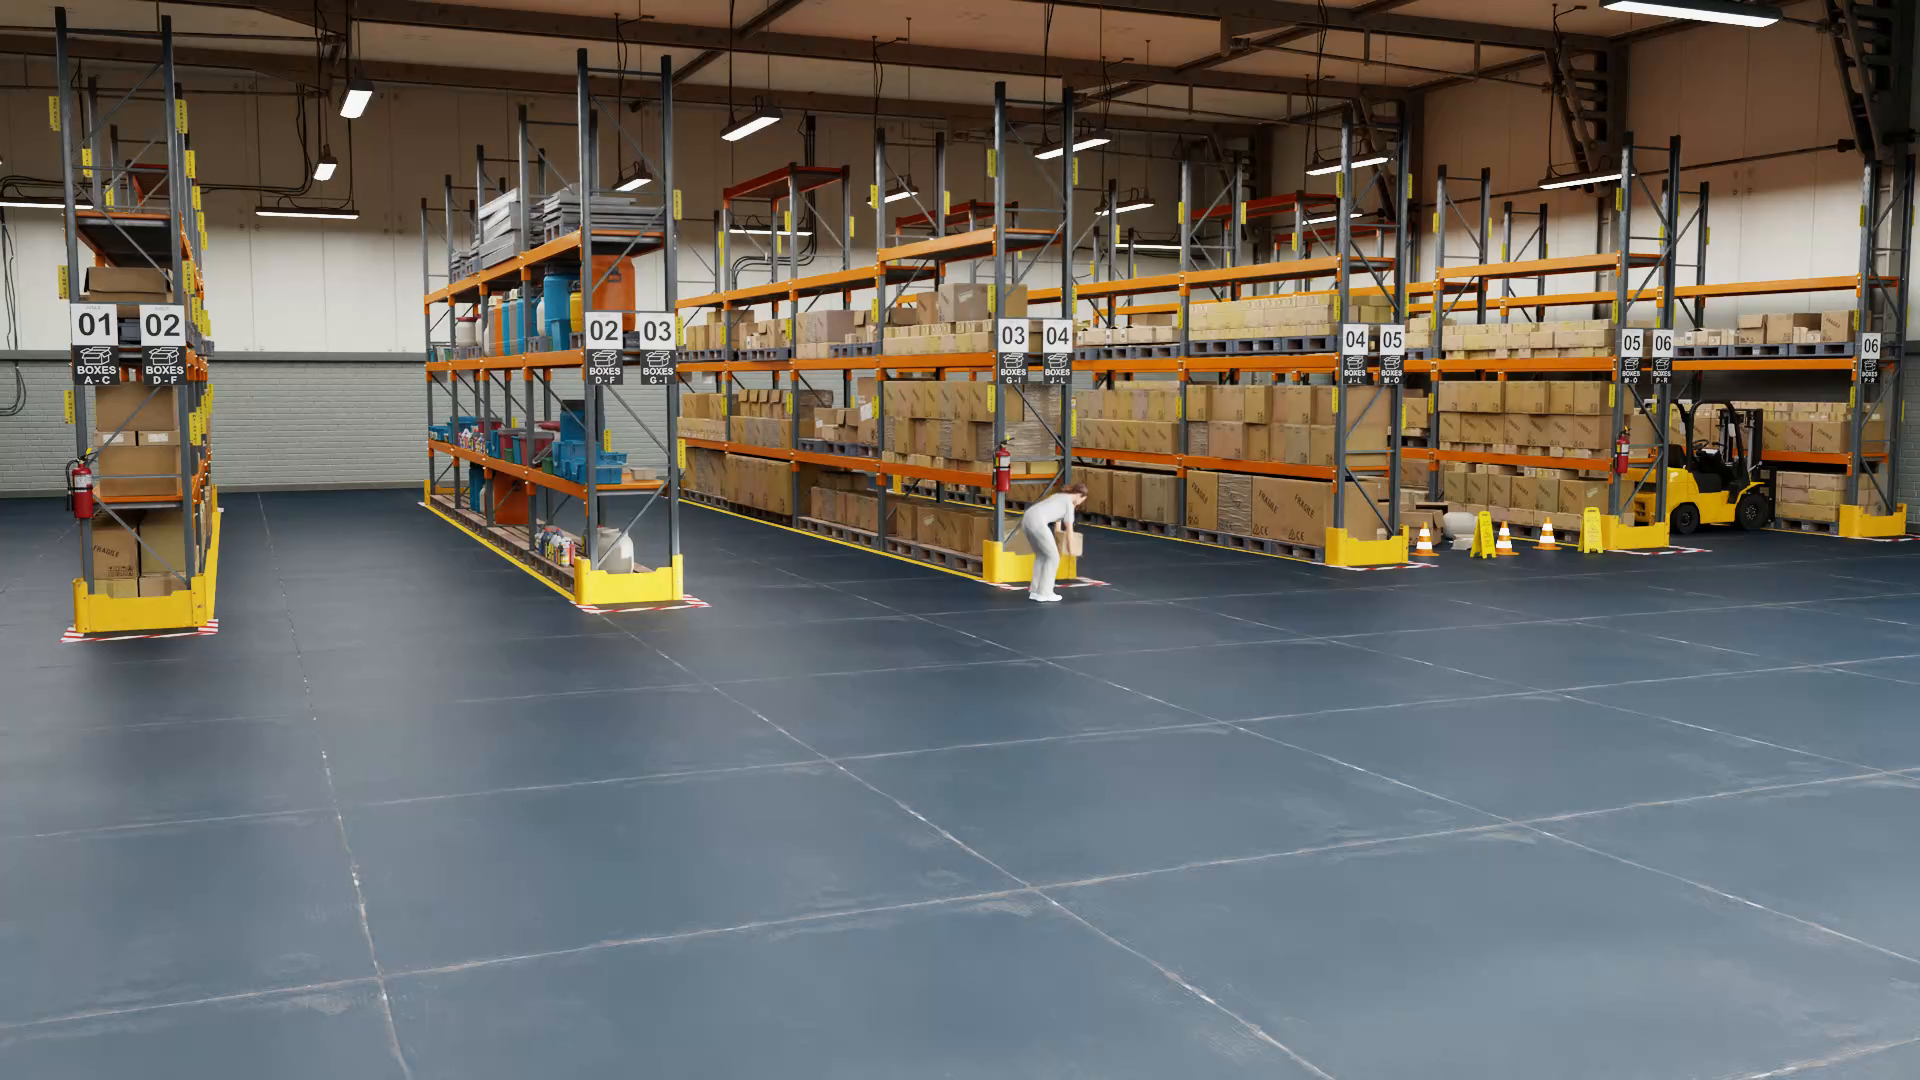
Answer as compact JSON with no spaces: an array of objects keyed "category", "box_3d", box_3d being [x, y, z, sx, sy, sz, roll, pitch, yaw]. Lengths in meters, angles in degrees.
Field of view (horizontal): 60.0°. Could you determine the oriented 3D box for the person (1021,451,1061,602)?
[{"category":"person","box_3d":[0.905,-0.160,18.615,0.416,1.676,0.469,-3,6,-25]}]
